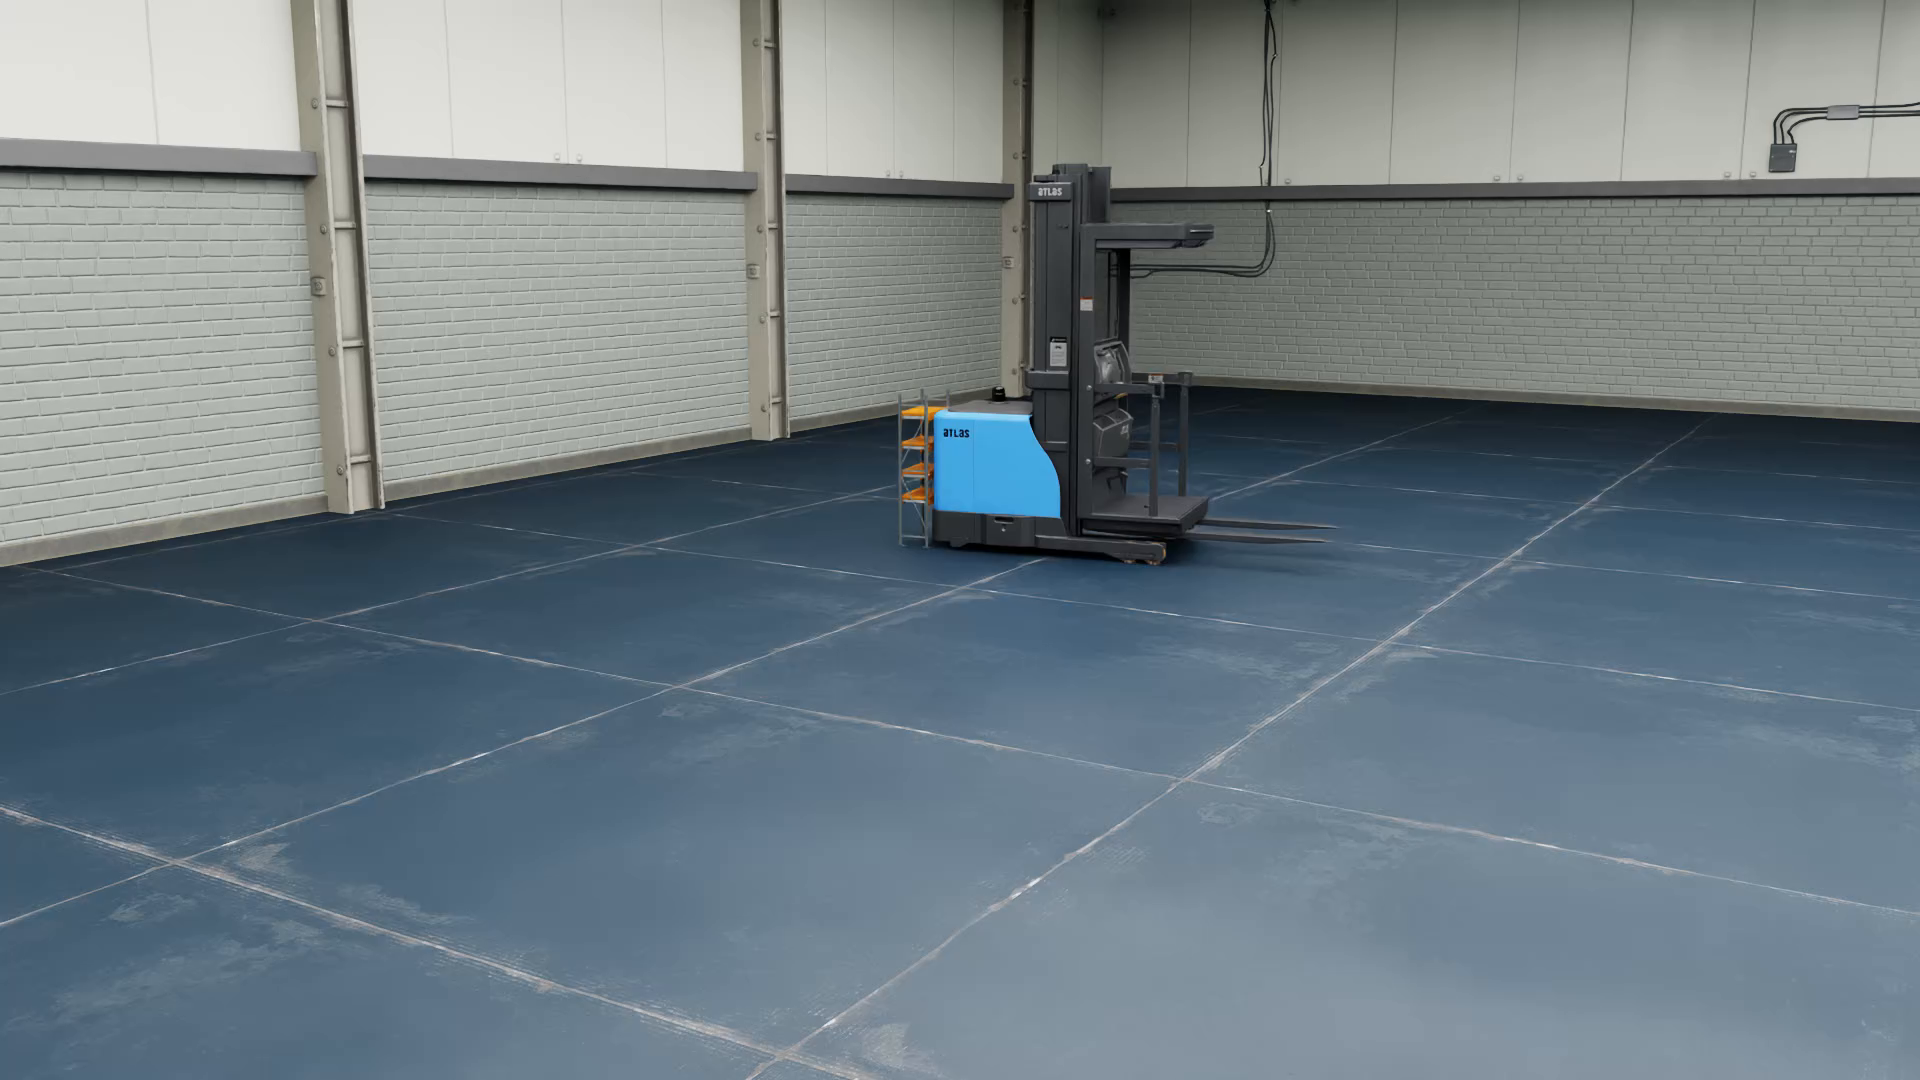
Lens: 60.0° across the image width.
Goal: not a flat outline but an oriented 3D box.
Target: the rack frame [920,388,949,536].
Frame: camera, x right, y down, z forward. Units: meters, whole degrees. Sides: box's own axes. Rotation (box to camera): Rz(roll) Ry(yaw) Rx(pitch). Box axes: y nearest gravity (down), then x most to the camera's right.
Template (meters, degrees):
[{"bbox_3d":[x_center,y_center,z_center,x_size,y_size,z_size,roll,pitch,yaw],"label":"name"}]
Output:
[{"bbox_3d":[-0.202,-0.621,13.426,0.240,1.200,0.015,4,11,19],"label":"rack frame"}]

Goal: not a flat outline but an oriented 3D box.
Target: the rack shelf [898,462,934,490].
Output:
[{"bbox_3d":[-0.283,-0.513,13.212,0.258,0.148,0.480,4,11,19],"label":"rack shelf"}]

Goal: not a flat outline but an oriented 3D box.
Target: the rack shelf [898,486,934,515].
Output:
[{"bbox_3d":[-0.283,-0.318,13.249,0.258,0.148,0.480,4,11,19],"label":"rack shelf"}]

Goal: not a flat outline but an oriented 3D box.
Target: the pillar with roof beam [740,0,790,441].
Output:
[{"bbox_3d":[1.410,-5.228,16.840,9.100,9.000,0.400,6,12,31],"label":"pillar with roof beam"}]

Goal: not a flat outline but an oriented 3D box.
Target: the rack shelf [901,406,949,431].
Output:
[{"bbox_3d":[-0.283,-0.965,13.128,0.258,0.148,0.480,4,11,19],"label":"rack shelf"}]

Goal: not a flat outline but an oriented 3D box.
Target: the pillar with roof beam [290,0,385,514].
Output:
[{"bbox_3d":[-1.705,-4.285,11.800,9.100,9.000,0.400,6,12,31],"label":"pillar with roof beam"}]

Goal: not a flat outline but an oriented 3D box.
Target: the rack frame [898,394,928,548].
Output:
[{"bbox_3d":[-0.364,-0.536,12.974,0.240,1.200,0.015,4,11,19],"label":"rack frame"}]

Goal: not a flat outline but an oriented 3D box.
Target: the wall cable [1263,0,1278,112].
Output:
[{"bbox_3d":[5.817,-7.618,24.318,3.097,2.526,0.112,6,12,31],"label":"wall cable"}]

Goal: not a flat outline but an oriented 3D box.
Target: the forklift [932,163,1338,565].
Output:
[{"bbox_3d":[1.354,-1.365,12.695,3.031,2.935,1.130,4,11,20],"label":"forklift"}]

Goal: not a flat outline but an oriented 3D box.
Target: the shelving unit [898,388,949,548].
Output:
[{"bbox_3d":[-0.283,-0.579,13.200,0.258,1.200,0.503,4,11,19],"label":"shelving unit"}]

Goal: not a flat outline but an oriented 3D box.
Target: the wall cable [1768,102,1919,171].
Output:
[{"bbox_3d":[11.611,-7.682,20.707,2.305,6.003,0.169,6,12,31],"label":"wall cable"}]

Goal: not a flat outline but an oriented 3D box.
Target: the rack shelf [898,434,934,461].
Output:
[{"bbox_3d":[-0.283,-0.733,13.171,0.258,0.148,0.480,4,11,19],"label":"rack shelf"}]

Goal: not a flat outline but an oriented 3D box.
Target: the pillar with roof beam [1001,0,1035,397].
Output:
[{"bbox_3d":[4.525,-6.172,21.881,9.100,9.000,0.400,6,12,31],"label":"pillar with roof beam"}]

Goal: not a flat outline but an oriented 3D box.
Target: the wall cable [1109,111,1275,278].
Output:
[{"bbox_3d":[3.505,-5.394,26.164,3.097,2.526,0.112,6,12,31],"label":"wall cable"}]
